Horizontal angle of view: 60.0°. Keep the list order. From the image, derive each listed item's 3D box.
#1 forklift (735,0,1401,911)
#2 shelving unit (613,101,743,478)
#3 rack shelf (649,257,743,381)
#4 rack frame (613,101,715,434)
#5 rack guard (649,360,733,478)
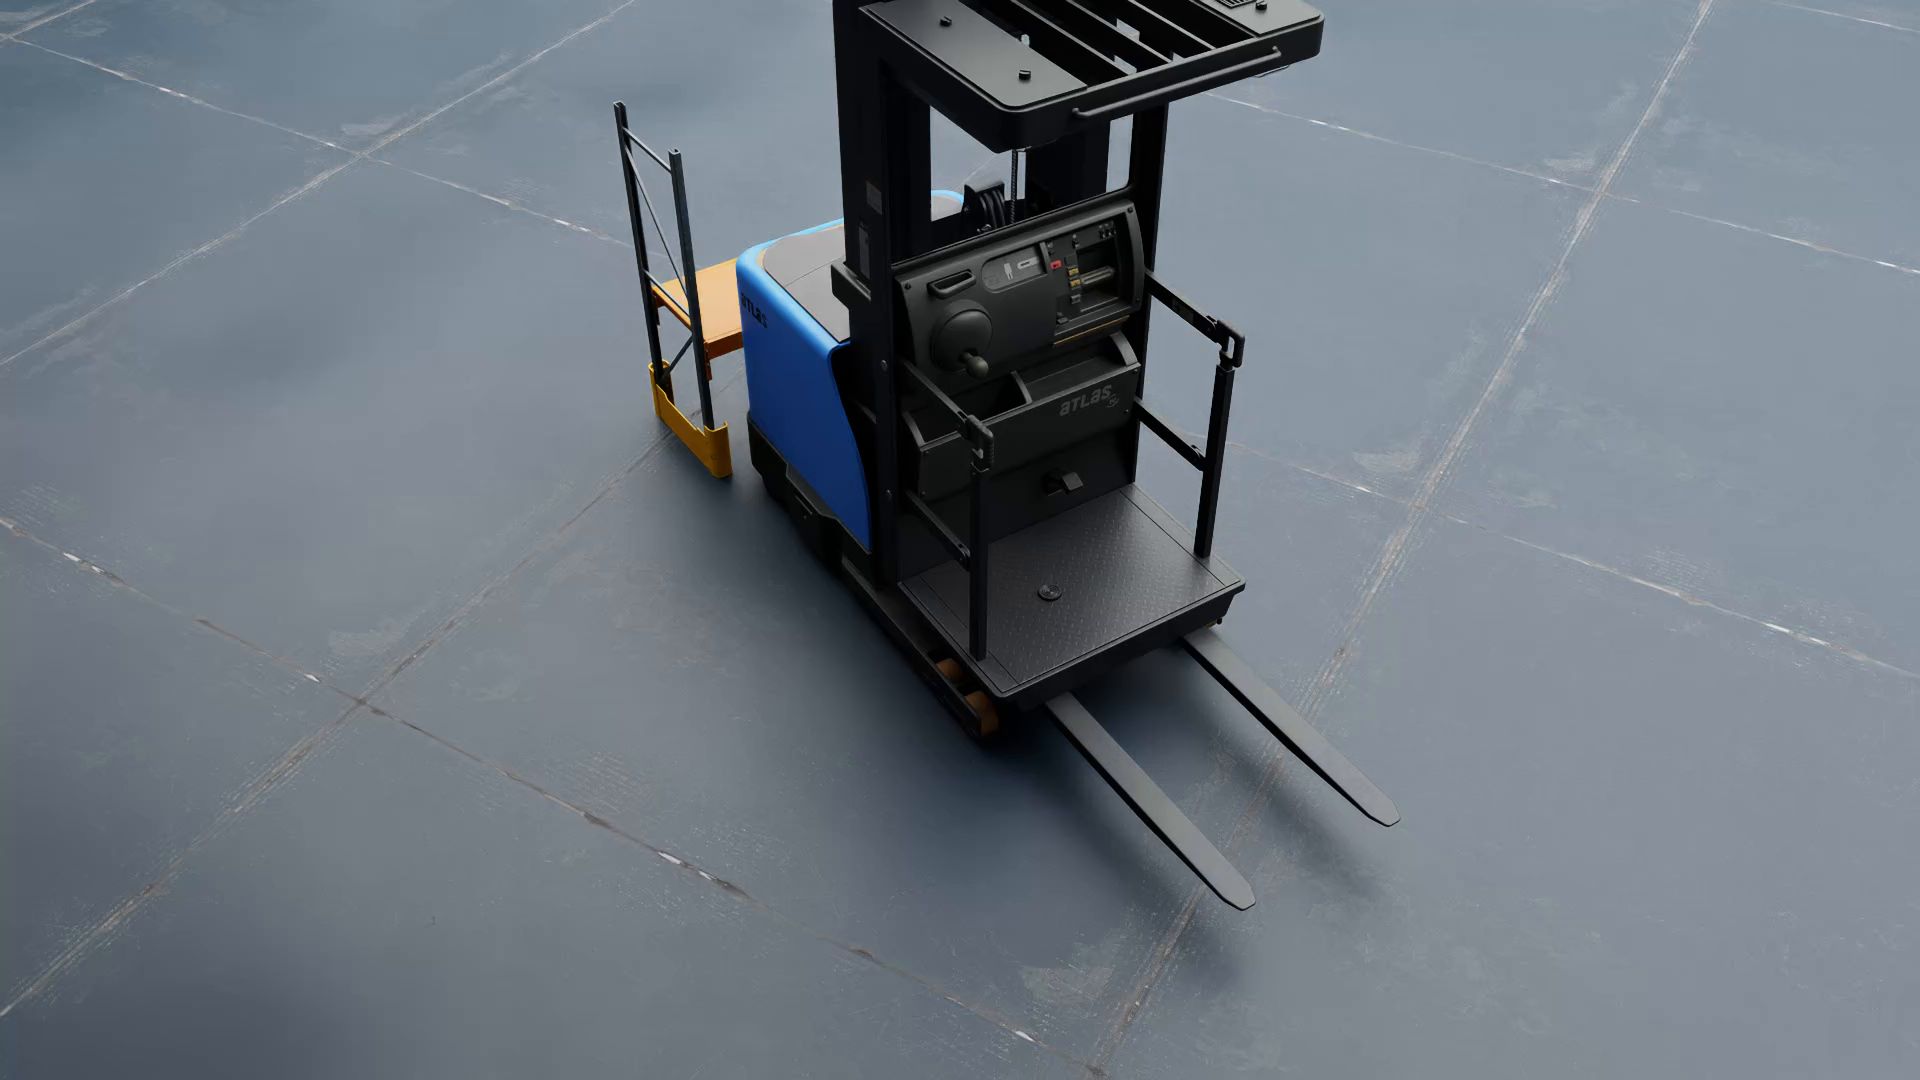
[{"bbox_3d":[0.335,-0.753,5.388,1.130,2.935,3.031,-23,46,-24],"label":"forklift"},{"bbox_3d":[-0.753,-1.182,6.957,1.083,1.500,0.587,-25,47,-25],"label":"shelving unit"},{"bbox_3d":[-0.760,-1.043,7.072,1.000,0.185,0.538,-25,47,-25],"label":"rack shelf"},{"bbox_3d":[-1.177,-0.987,6.735,0.032,1.500,0.500,-25,47,-25],"label":"rack frame"},{"bbox_3d":[-1.161,-0.525,7.156,0.087,0.250,0.587,-25,47,-25],"label":"rack guard"}]
